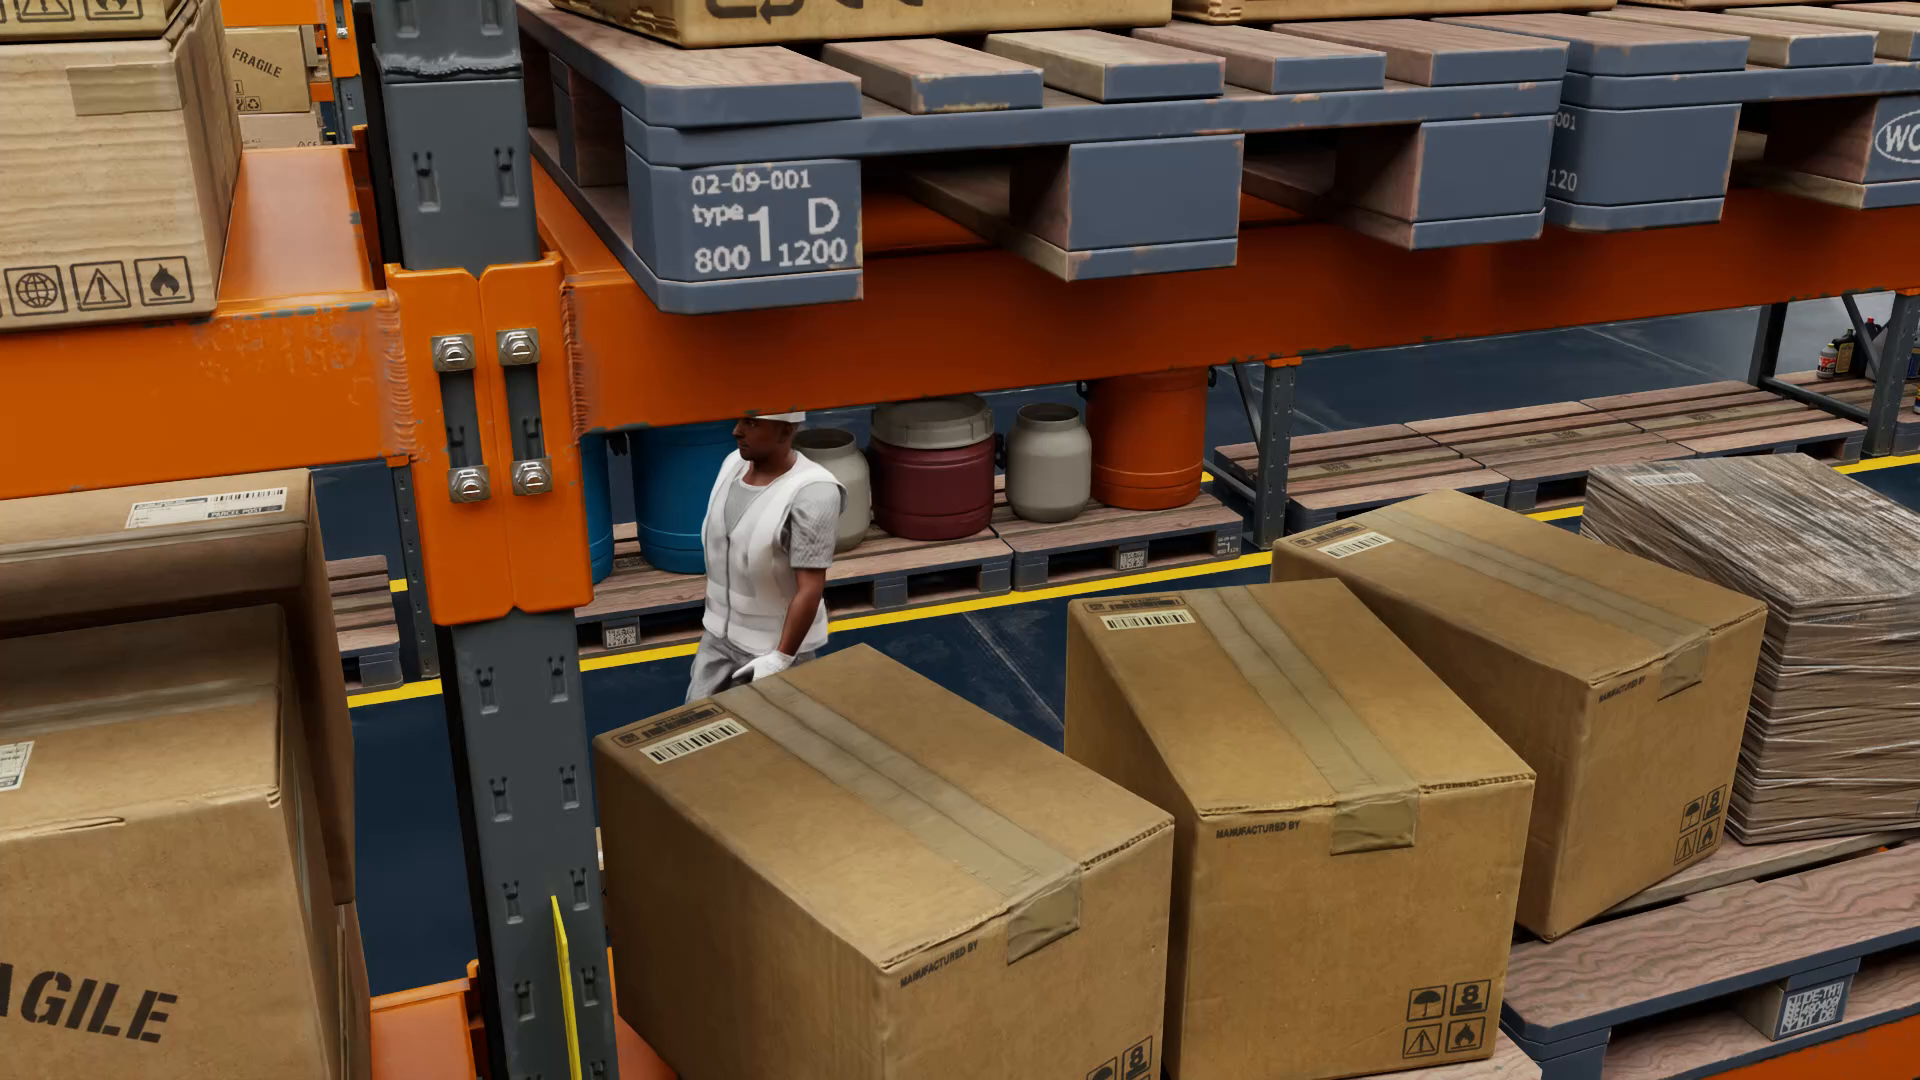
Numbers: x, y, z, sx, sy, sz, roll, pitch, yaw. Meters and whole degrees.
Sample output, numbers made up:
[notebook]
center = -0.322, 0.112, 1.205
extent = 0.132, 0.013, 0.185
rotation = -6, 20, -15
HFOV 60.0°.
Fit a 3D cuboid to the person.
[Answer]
[person]
center = -0.629, 0.312, 5.350
extent = 0.558, 1.756, 0.985
rotation = 18, 29, 37
